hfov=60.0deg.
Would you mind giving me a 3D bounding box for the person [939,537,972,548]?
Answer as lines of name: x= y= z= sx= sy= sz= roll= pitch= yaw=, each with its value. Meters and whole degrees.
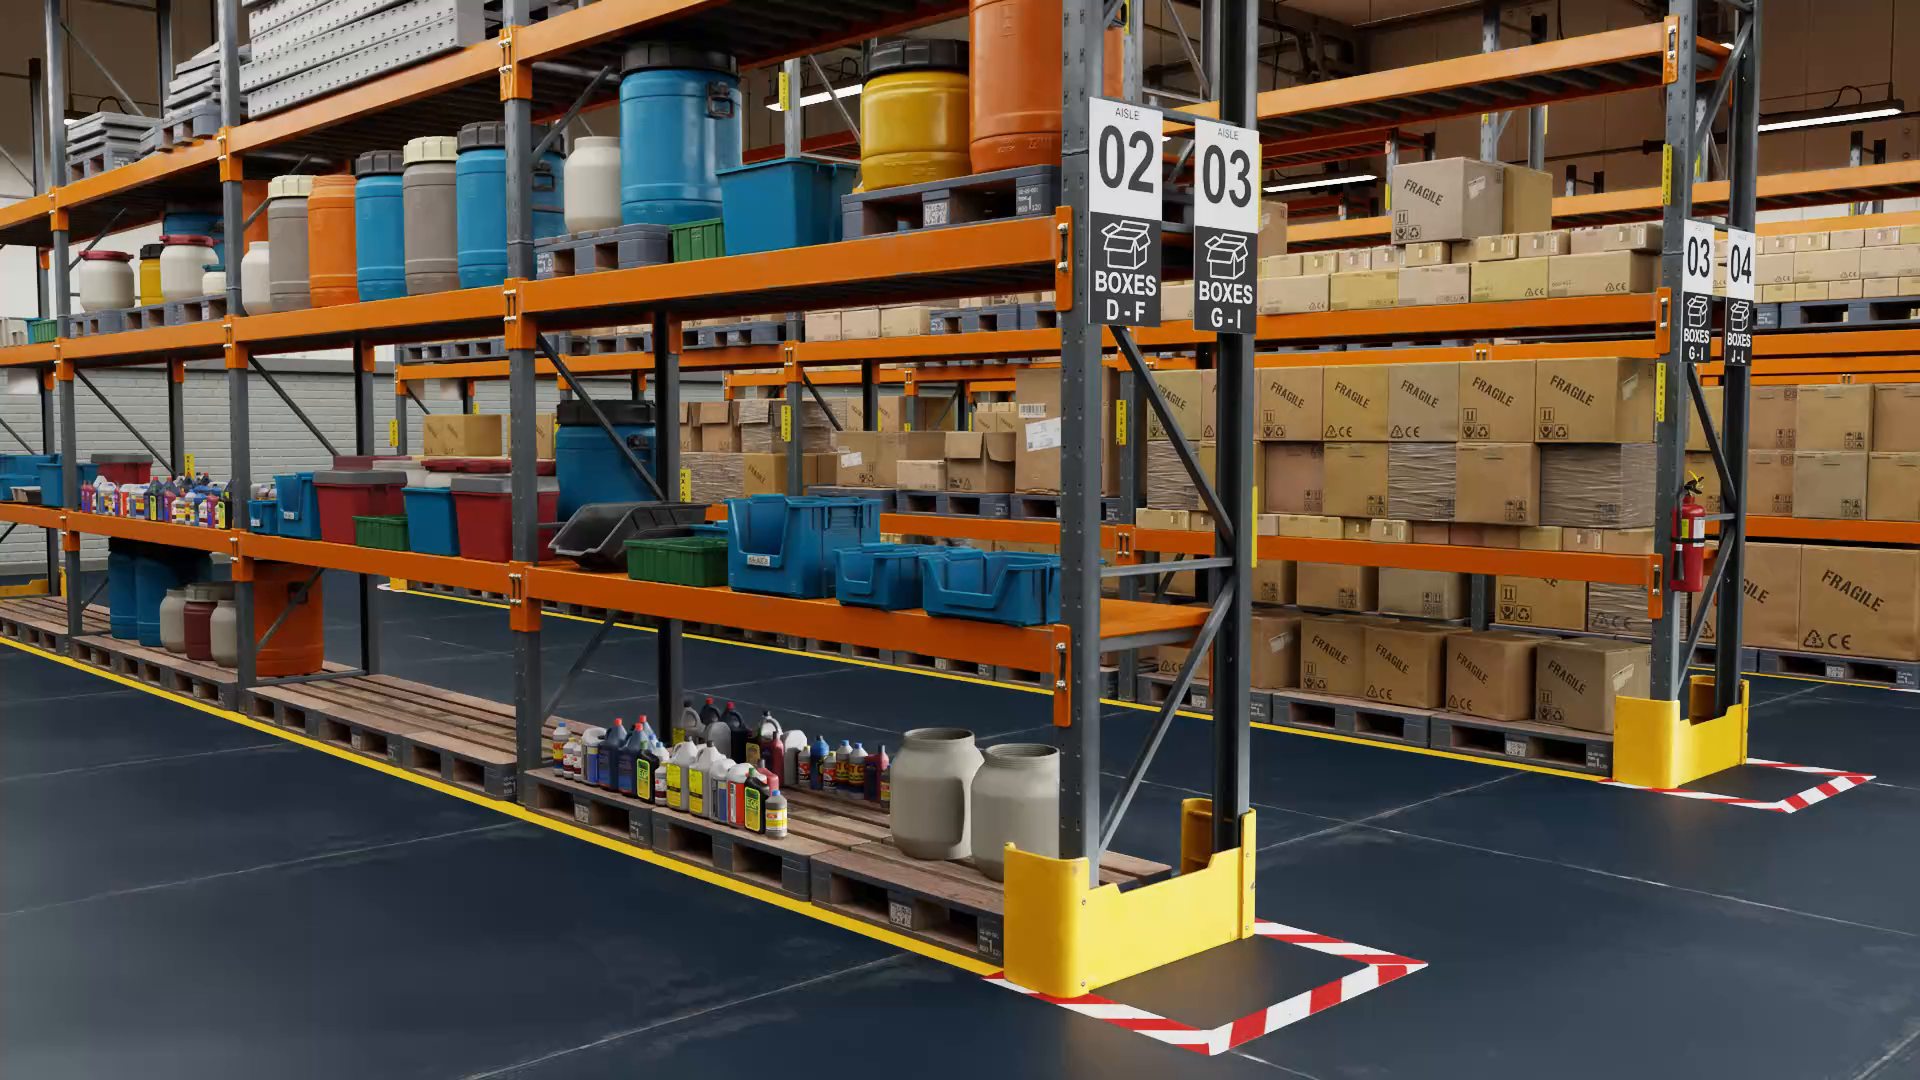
person: x=-0.076 y=-0.104 z=18.668 sx=0.361 sy=1.781 sz=0.547 roll=-4 pitch=5 yaw=-43
